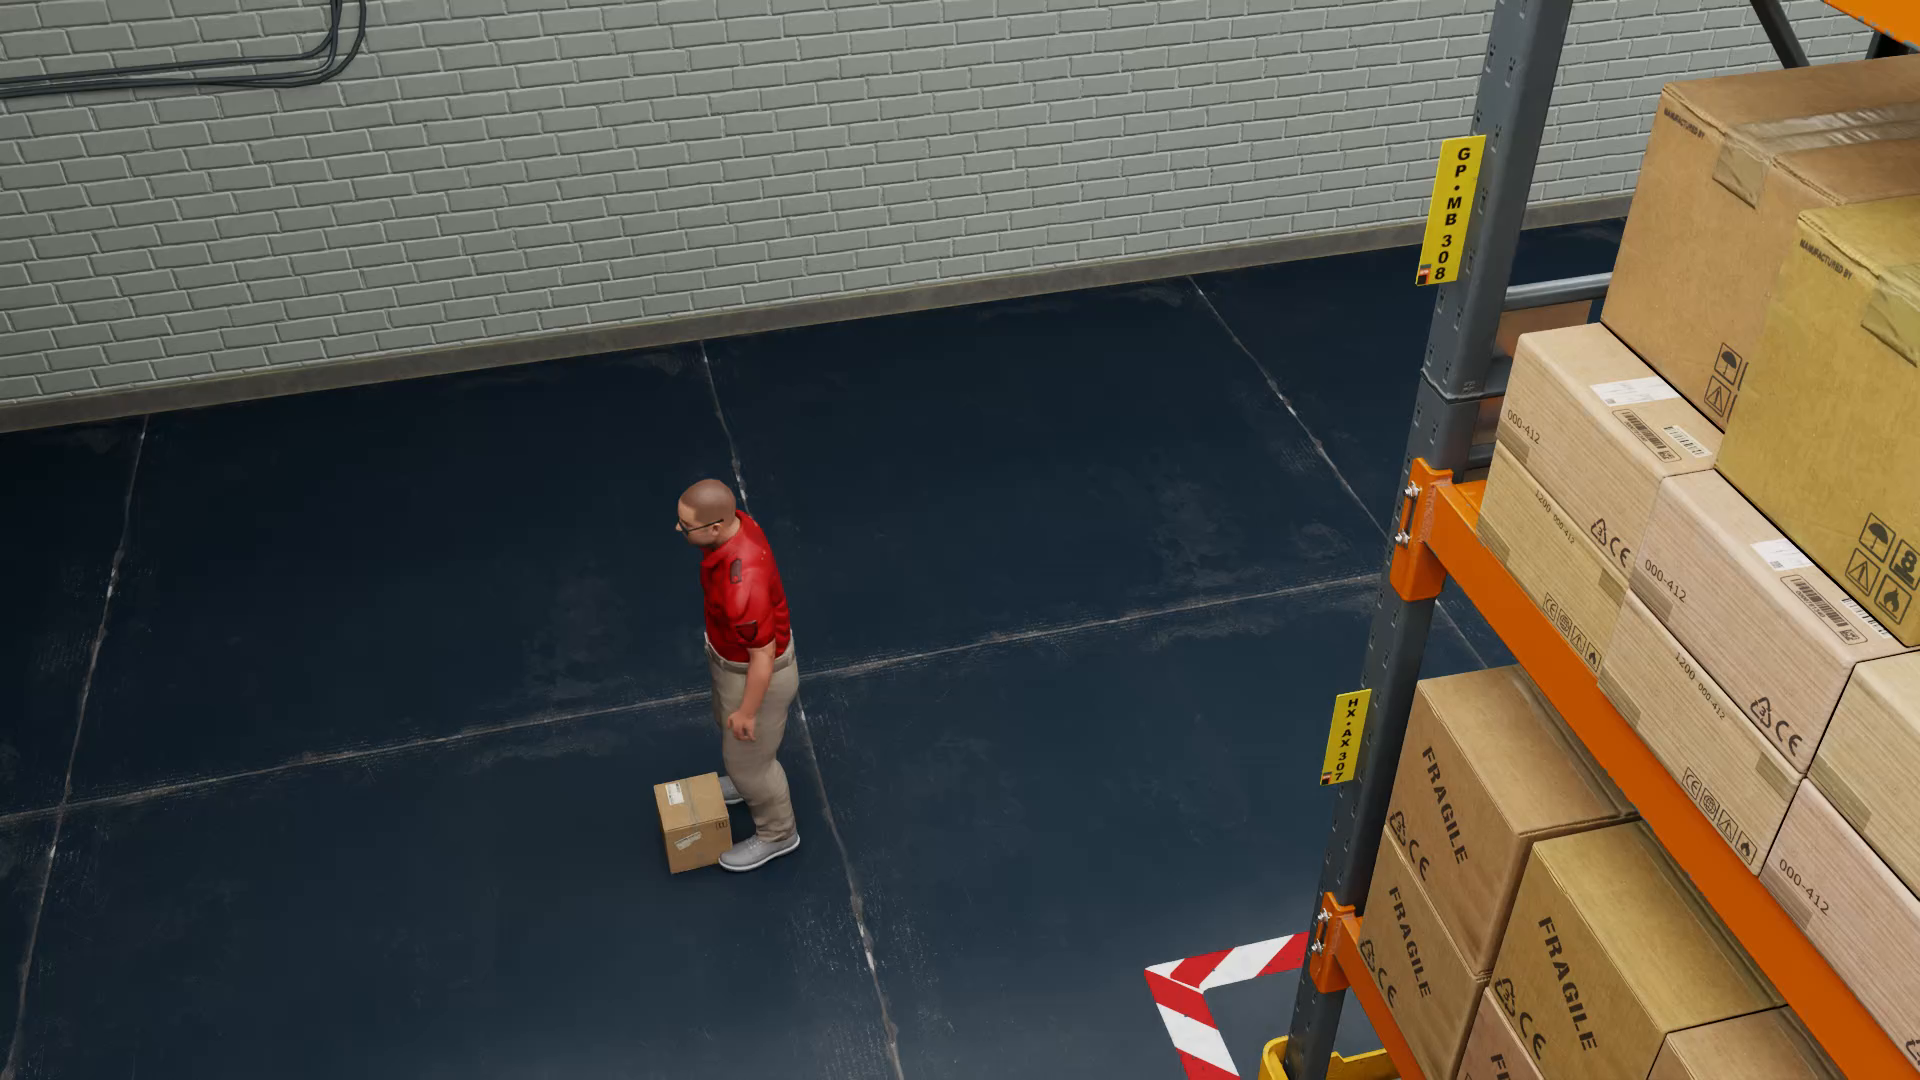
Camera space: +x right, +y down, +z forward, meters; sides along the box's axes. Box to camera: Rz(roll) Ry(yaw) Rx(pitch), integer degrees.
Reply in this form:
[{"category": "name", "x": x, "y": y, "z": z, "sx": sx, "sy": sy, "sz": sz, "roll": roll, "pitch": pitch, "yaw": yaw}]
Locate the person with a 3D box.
[{"category": "person", "x": -0.803, "y": 0.472, "z": 6.120, "sx": 0.394, "sy": 1.727, "sz": 0.587, "roll": -9, "pitch": 39, "yaw": -12}]
